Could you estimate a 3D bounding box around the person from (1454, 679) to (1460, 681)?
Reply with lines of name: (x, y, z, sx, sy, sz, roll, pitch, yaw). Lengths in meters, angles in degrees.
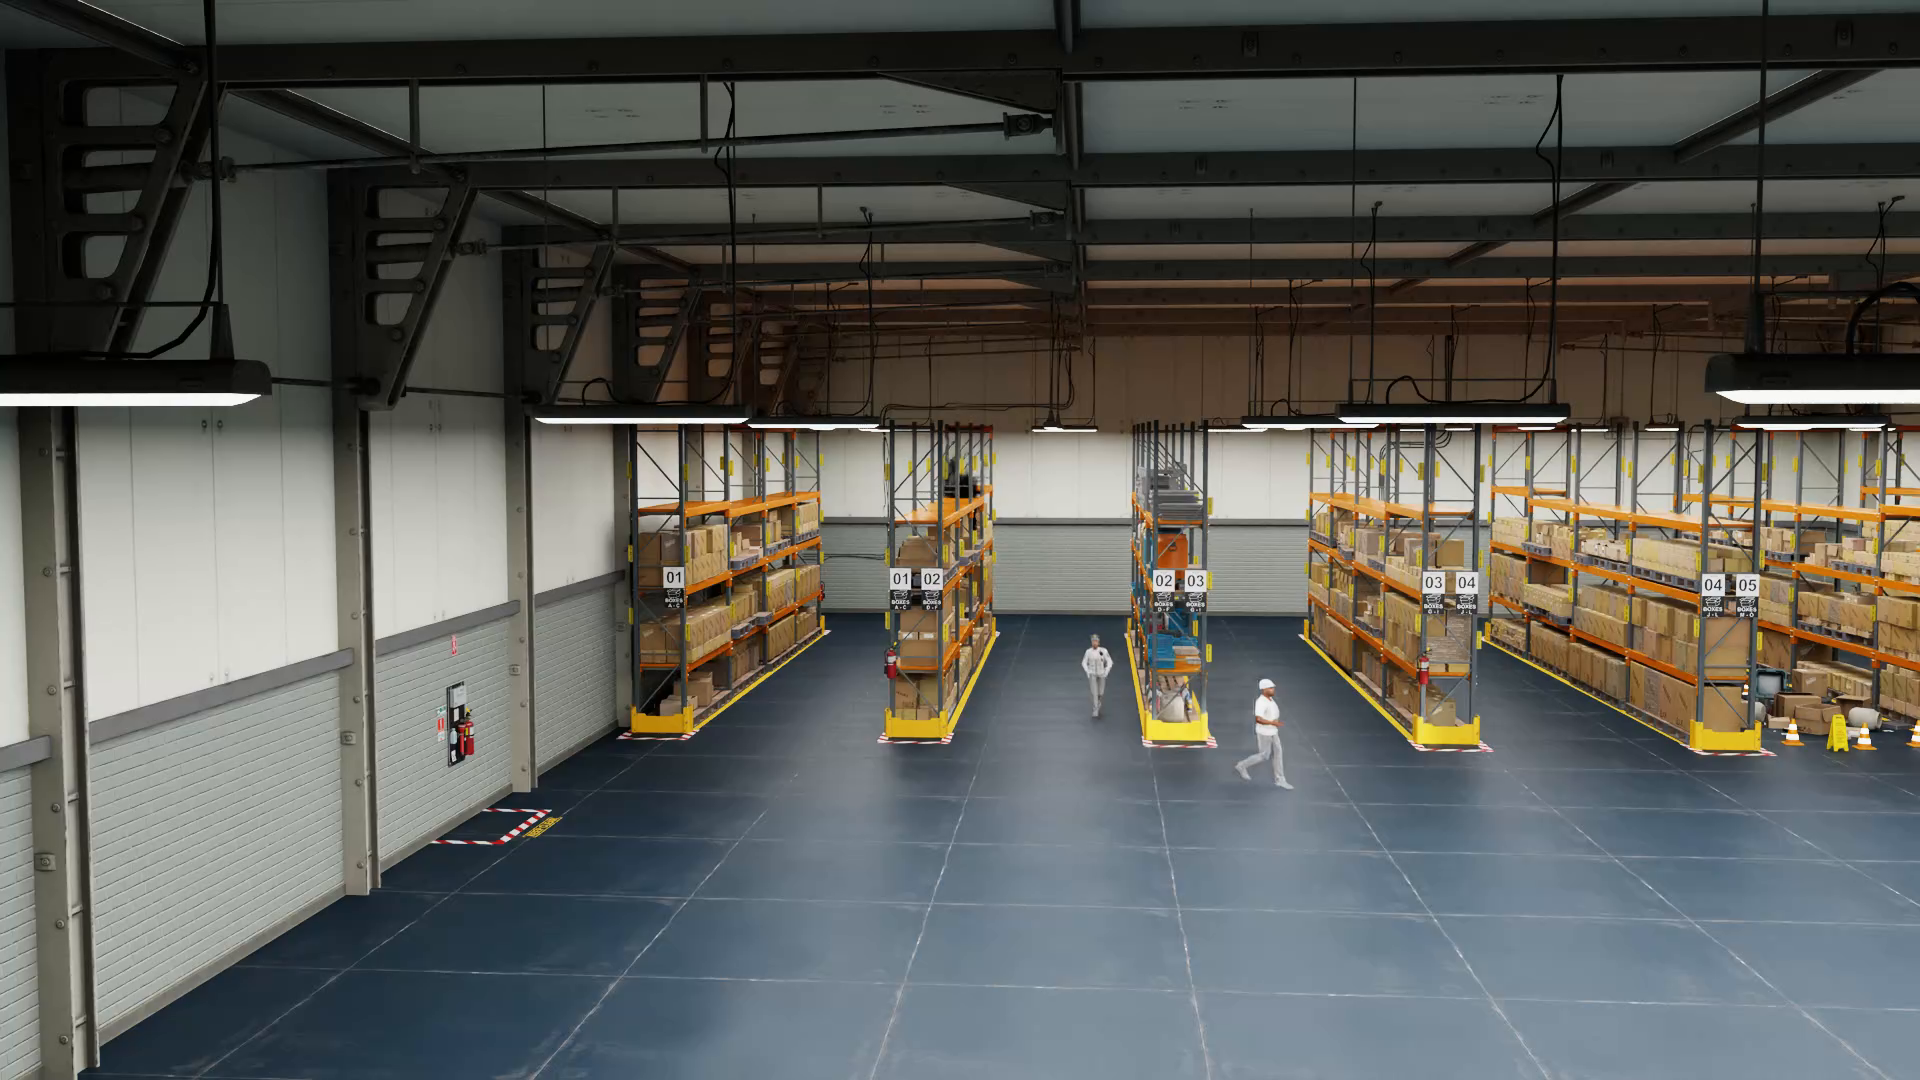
person: (11.594, 2.418, 39.054, 0.668, 1.699, 0.737, 0, 4, -2)

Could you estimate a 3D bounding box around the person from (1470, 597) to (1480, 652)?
person: (13.268, 2.058, 43.397, 0.690, 1.797, 1.032, 0, 4, 1)

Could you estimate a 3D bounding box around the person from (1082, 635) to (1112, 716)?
person: (2.791, 2.741, 33.957, 0.619, 1.633, 0.488, 0, 4, 7)

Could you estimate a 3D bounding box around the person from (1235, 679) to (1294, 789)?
person: (4.949, 3.133, 26.935, 0.963, 1.772, 0.700, 2, 4, 29)
